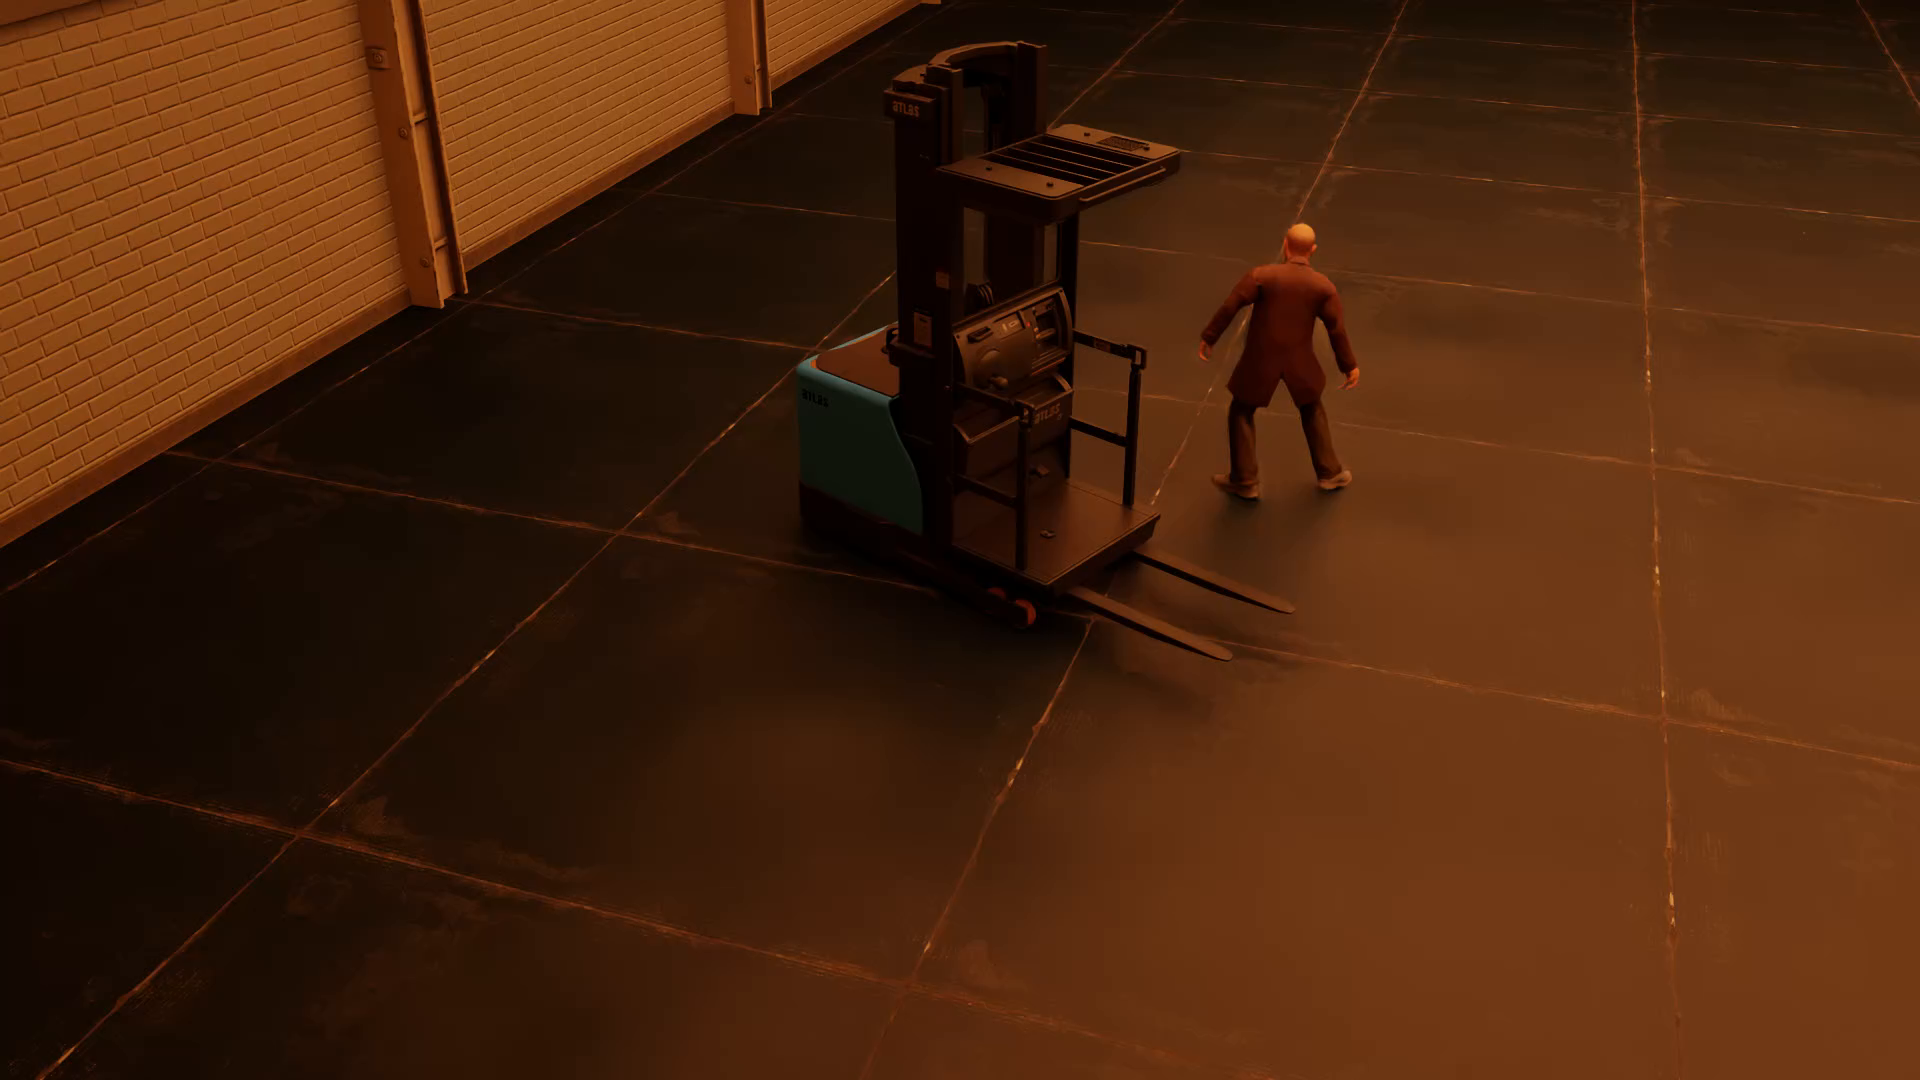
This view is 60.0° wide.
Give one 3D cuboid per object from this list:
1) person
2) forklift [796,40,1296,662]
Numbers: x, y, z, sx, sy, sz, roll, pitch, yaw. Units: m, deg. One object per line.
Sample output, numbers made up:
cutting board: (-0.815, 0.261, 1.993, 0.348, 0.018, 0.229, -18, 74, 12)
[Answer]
person: (2.010, -1.089, 10.305, 1.059, 1.717, 0.441, 0, 30, 0)
forklift: (0.459, -1.074, 9.021, 3.031, 2.935, 1.130, 23, 37, 35)
